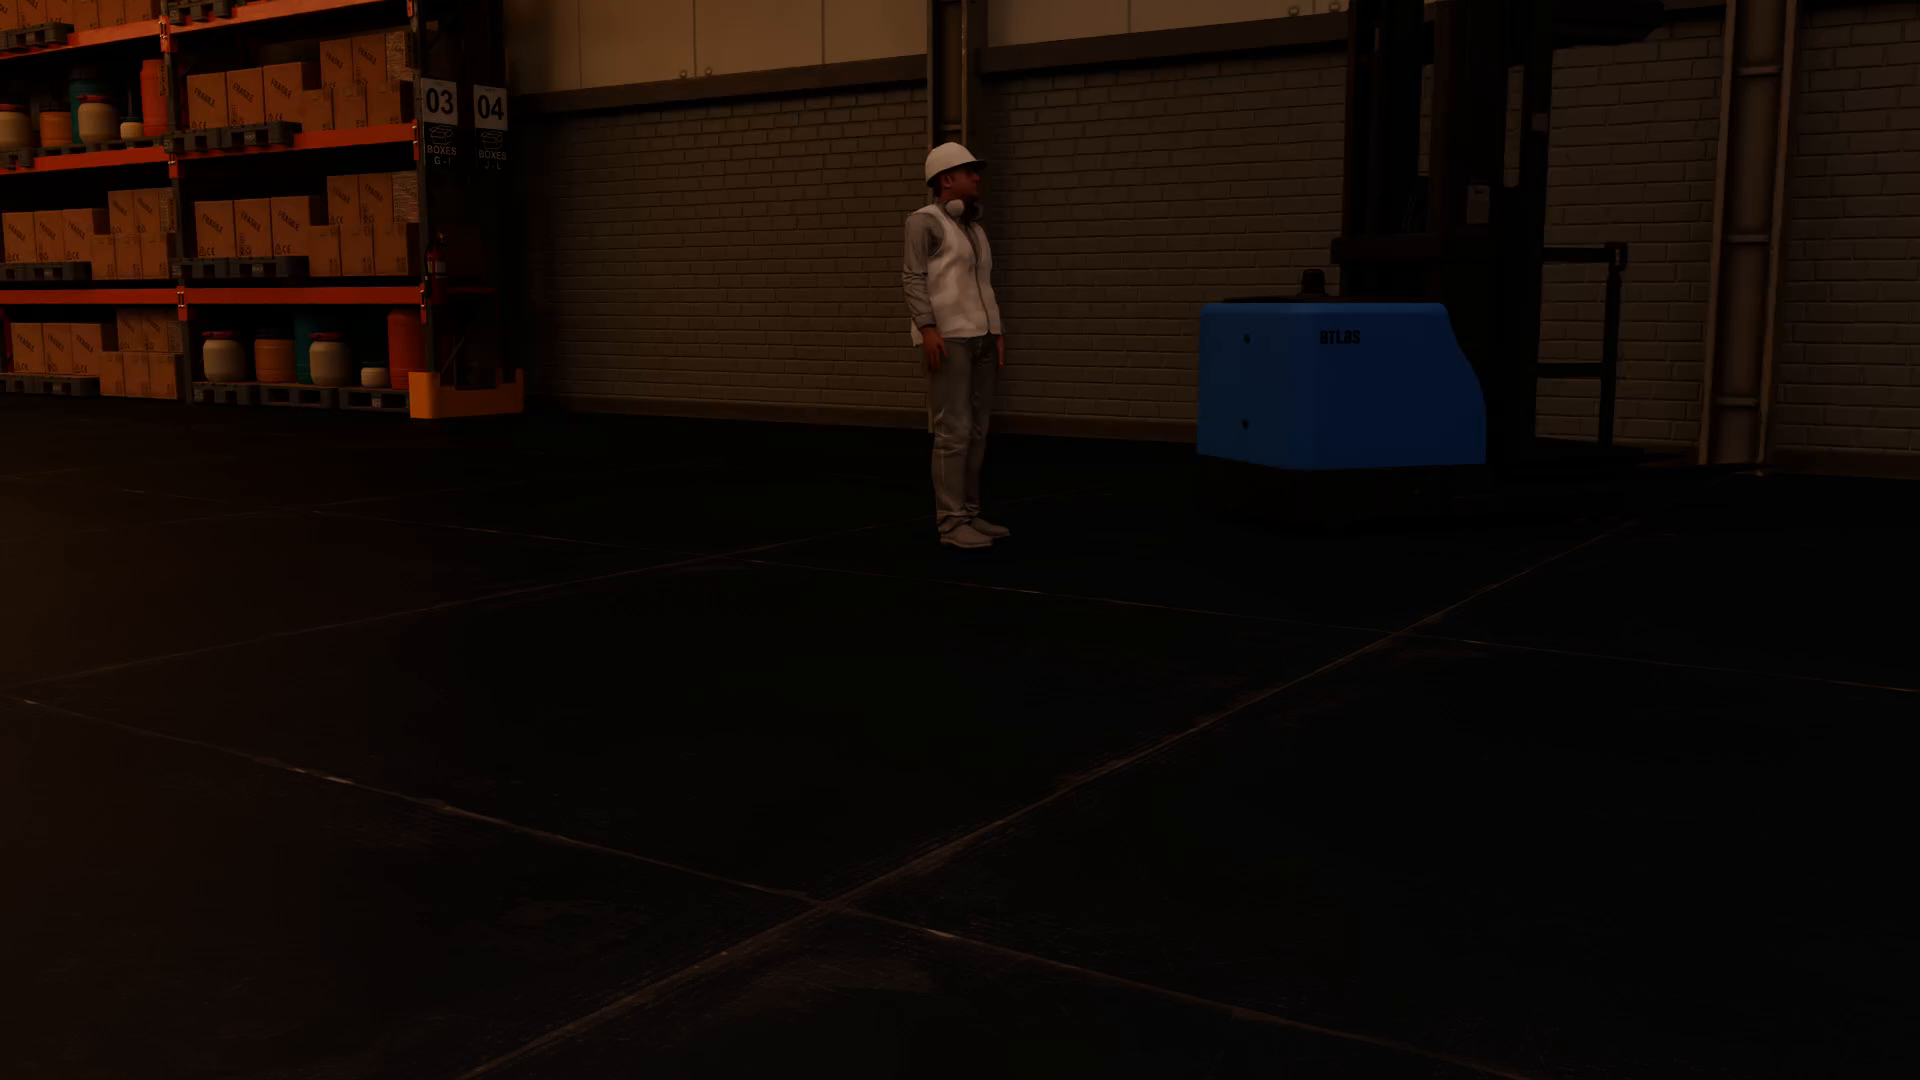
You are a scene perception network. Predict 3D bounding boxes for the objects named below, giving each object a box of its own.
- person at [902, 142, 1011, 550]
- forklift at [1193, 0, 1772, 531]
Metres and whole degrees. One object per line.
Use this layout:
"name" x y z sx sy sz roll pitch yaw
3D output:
"person" 0.049 -0.879 7.437 0.565 1.776 0.634 5 10 34
"forklift" 2.767 -1.598 8.427 3.031 2.935 1.130 -3 9 -20
